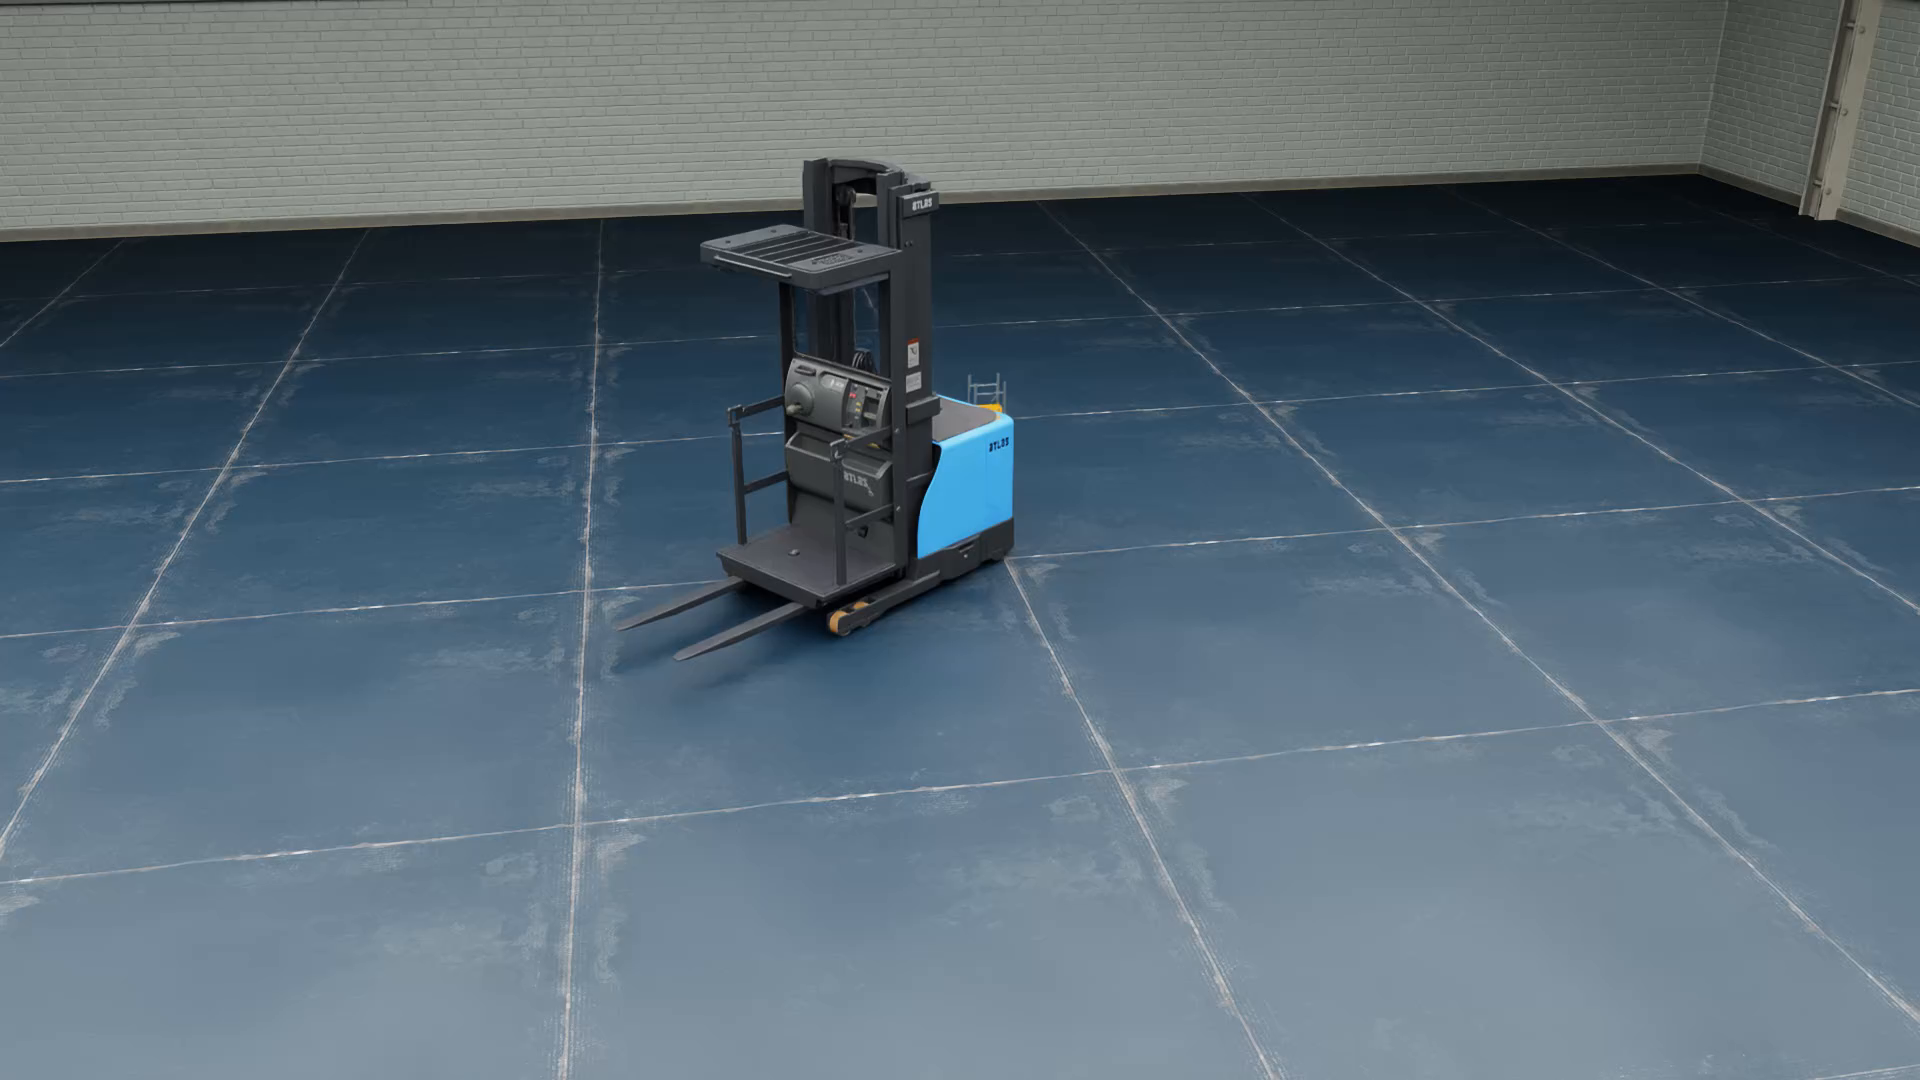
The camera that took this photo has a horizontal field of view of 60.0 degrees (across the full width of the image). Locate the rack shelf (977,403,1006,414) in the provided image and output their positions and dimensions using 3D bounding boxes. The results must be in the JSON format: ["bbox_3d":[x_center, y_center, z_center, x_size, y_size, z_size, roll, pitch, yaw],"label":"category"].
[{"bbox_3d":[0.193,-0.929,12.322,0.258,0.103,0.180,-5,26,-13],"label":"rack shelf"}]

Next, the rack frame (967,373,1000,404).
[{"bbox_3d":[0.164,-0.681,12.535,0.240,1.200,0.006,-5,26,-13],"label":"rack frame"}]

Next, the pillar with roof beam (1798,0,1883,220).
[{"bbox_3d":[7.383,-8.186,19.992,9.100,9.000,0.400,-4,24,-10],"label":"pillar with roof beam"}]

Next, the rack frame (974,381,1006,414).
[{"bbox_3d":[0.209,-0.605,12.375,0.240,1.200,0.006,-5,26,-13],"label":"rack frame"}]

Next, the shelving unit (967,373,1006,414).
[{"bbox_3d":[0.186,-0.643,12.455,0.258,1.200,0.189,-5,26,-13],"label":"shelving unit"}]

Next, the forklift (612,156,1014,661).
[{"bbox_3d":[-0.966,-0.934,10.970,1.130,2.935,3.031,20,31,38],"label":"forklift"}]
